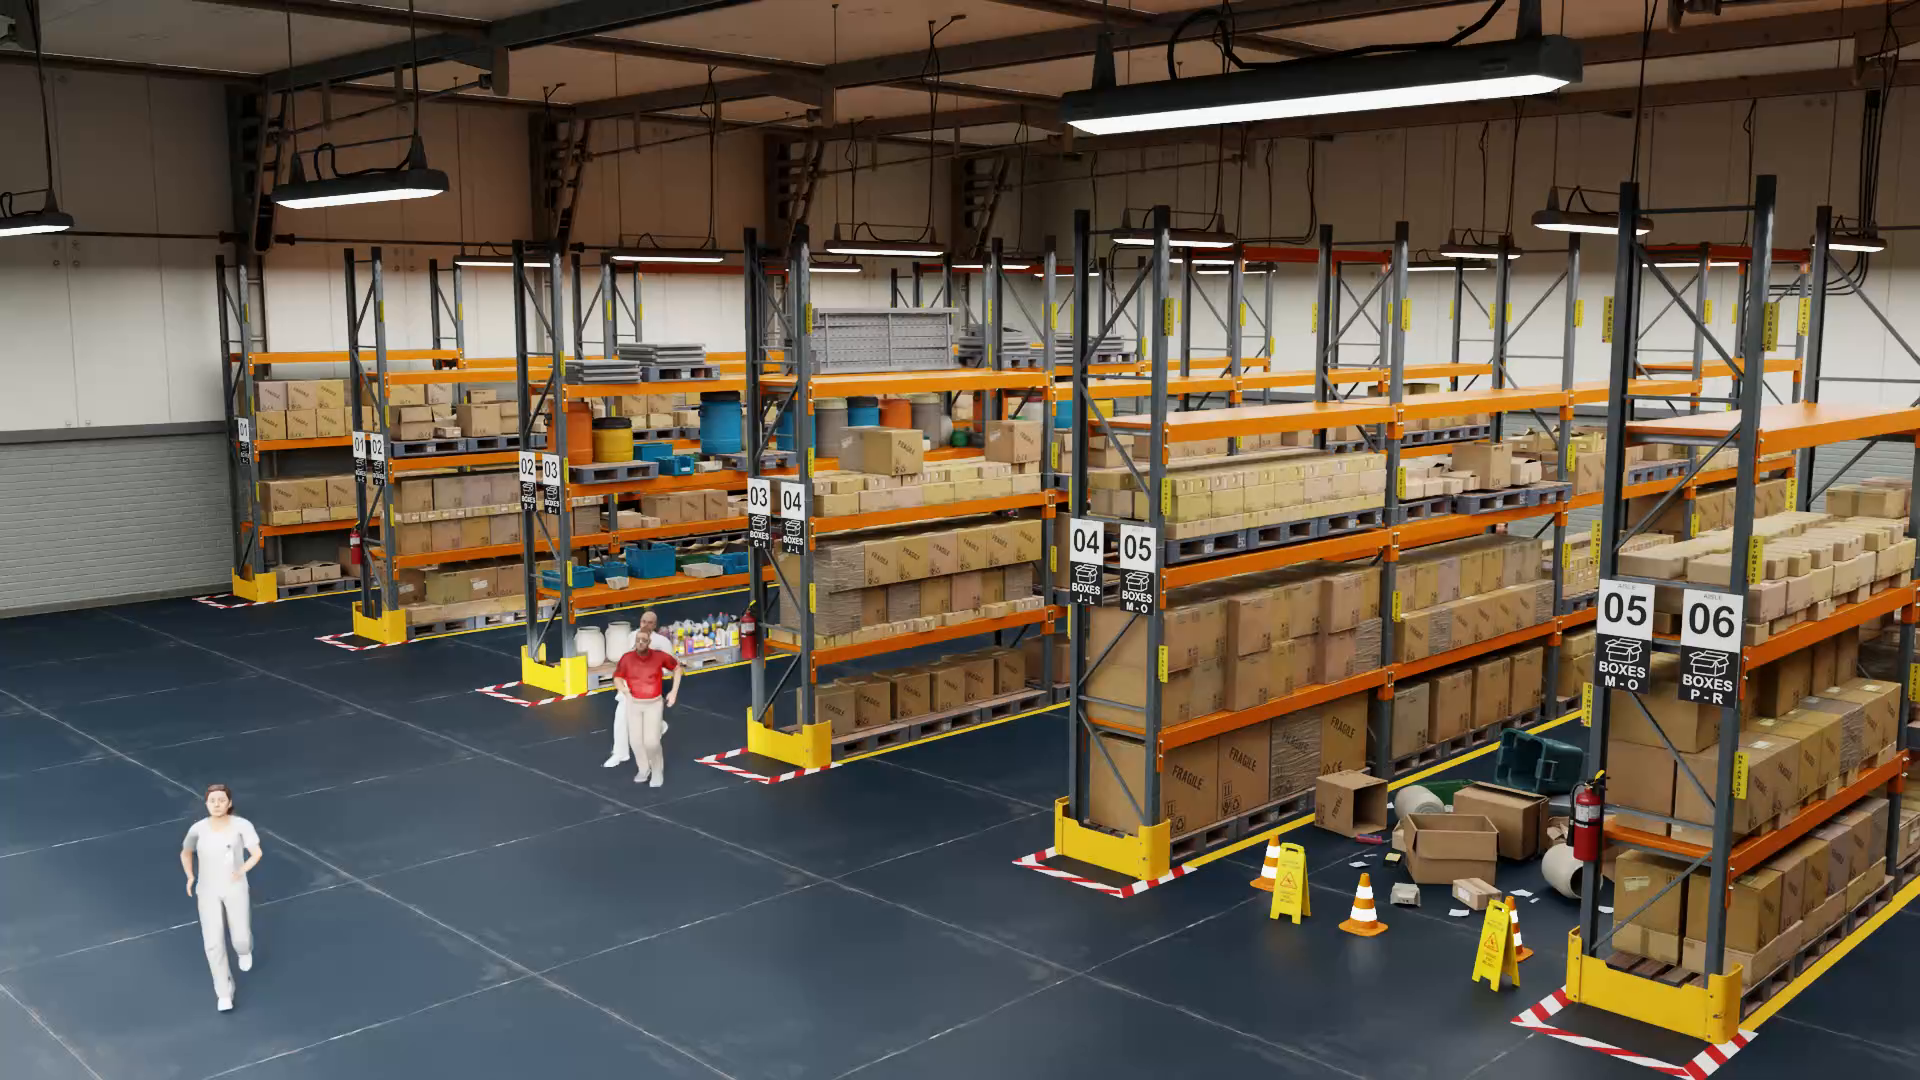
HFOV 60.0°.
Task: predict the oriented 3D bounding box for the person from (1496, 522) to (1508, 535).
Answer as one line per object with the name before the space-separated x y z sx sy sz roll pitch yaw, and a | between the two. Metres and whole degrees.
person | 8.886 0.477 27.313 0.546 1.642 0.730 8 11 43

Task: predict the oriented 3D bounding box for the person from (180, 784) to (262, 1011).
person | -5.504 2.624 12.414 0.571 1.608 0.752 -2 8 -17

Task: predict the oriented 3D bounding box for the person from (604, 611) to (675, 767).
person | -3.558 1.655 18.809 0.754 1.734 0.934 4 9 25

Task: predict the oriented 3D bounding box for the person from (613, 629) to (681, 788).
person | -3.365 1.826 17.825 0.689 1.759 0.706 0 8 1
